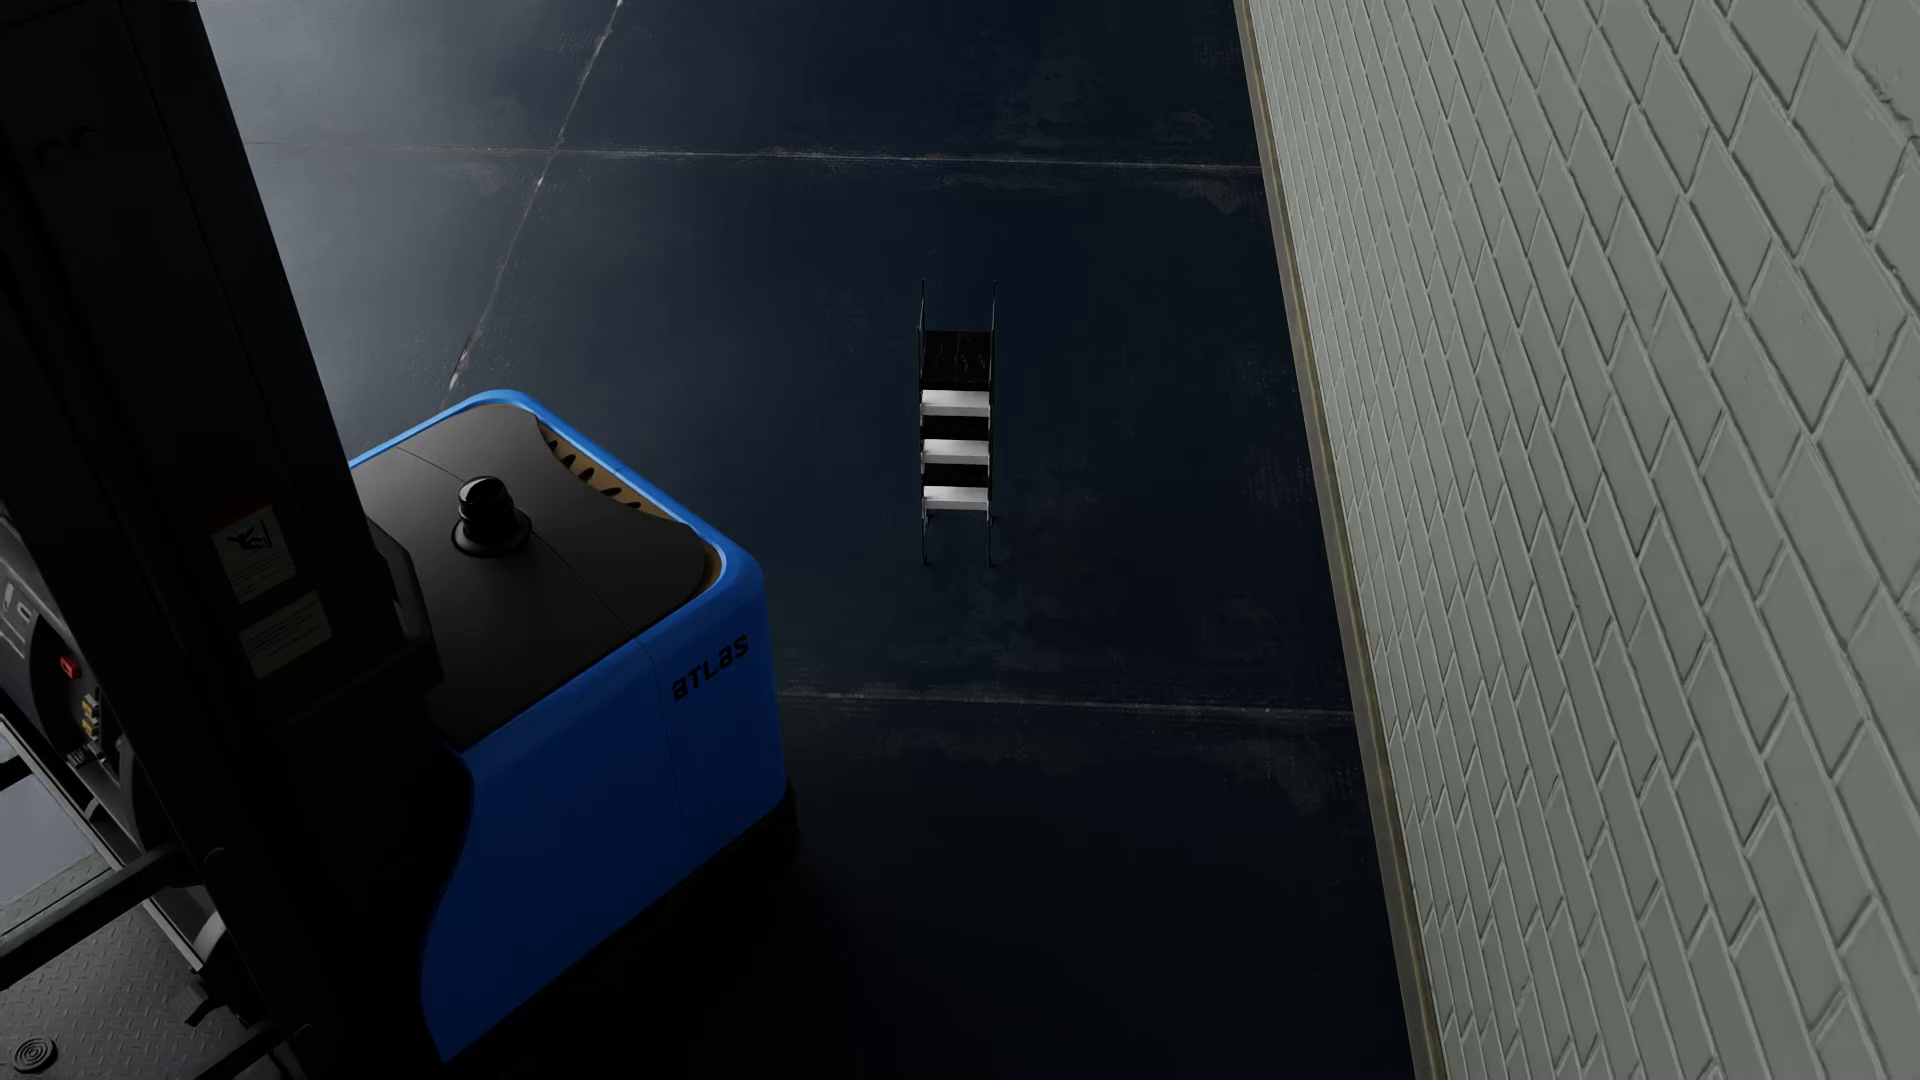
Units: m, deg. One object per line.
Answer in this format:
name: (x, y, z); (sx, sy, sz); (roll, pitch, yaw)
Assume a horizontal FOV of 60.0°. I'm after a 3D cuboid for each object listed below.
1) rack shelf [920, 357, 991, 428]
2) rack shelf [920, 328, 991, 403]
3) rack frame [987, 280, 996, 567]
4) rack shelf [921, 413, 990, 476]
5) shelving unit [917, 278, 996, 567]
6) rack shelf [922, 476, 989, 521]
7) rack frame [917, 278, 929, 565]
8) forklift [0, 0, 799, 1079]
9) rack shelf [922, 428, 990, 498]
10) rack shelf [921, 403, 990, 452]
rack shelf: (-0.008, -0.437, 4.844); (0.200, 0.077, 0.258); (2, 43, 2)
rack shelf: (-0.008, -0.503, 4.782); (0.200, 0.077, 0.258); (2, 43, 2)
rack frame: (0.093, -0.326, 4.940); (0.006, 0.900, 0.240); (2, 43, 2)
rack shelf: (-0.008, -0.305, 4.966); (0.200, 0.077, 0.258); (2, 43, 2)
shelving unit: (-0.008, -0.330, 4.944); (0.210, 0.900, 0.258); (2, 43, 2)
rack shelf: (-0.008, -0.173, 5.089); (0.200, 0.077, 0.258); (2, 43, 2)
rack frame: (-0.110, -0.333, 4.947); (0.006, 0.900, 0.240); (2, 43, 2)
forklift: (-1.795, 0.269, 2.811); (1.130, 2.935, 3.031); (33, 52, 30)
rack shelf: (-0.008, -0.239, 5.028); (0.200, 0.077, 0.258); (2, 43, 2)
rack shelf: (-0.008, -0.371, 4.905); (0.200, 0.077, 0.258); (2, 43, 2)
